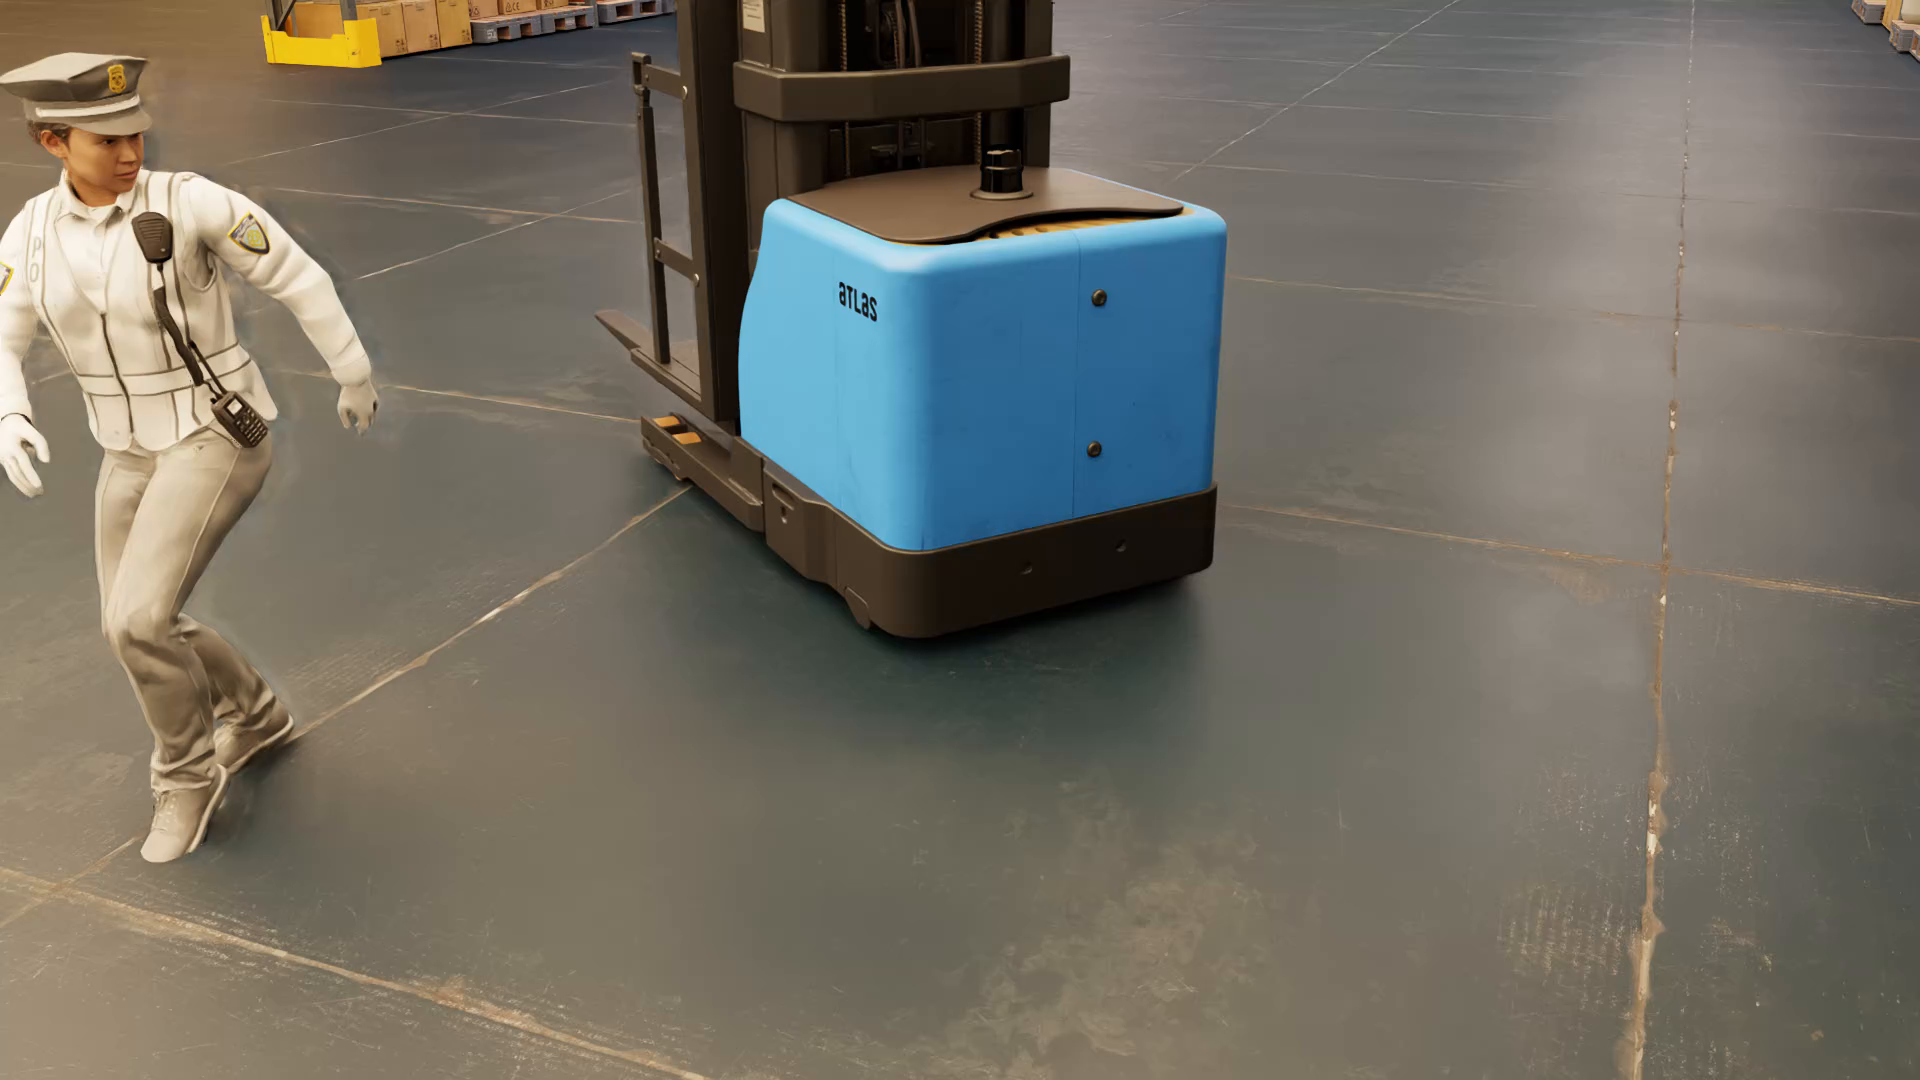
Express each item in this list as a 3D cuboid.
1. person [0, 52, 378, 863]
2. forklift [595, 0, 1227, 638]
[{"bbox_3d":[-1.645,-0.161,3.477,0.577,1.664,0.734,8,24,19],"label":"person"},{"bbox_3d":[-0.438,-1.624,5.178,1.130,2.935,3.031,-12,26,-27],"label":"forklift"}]
